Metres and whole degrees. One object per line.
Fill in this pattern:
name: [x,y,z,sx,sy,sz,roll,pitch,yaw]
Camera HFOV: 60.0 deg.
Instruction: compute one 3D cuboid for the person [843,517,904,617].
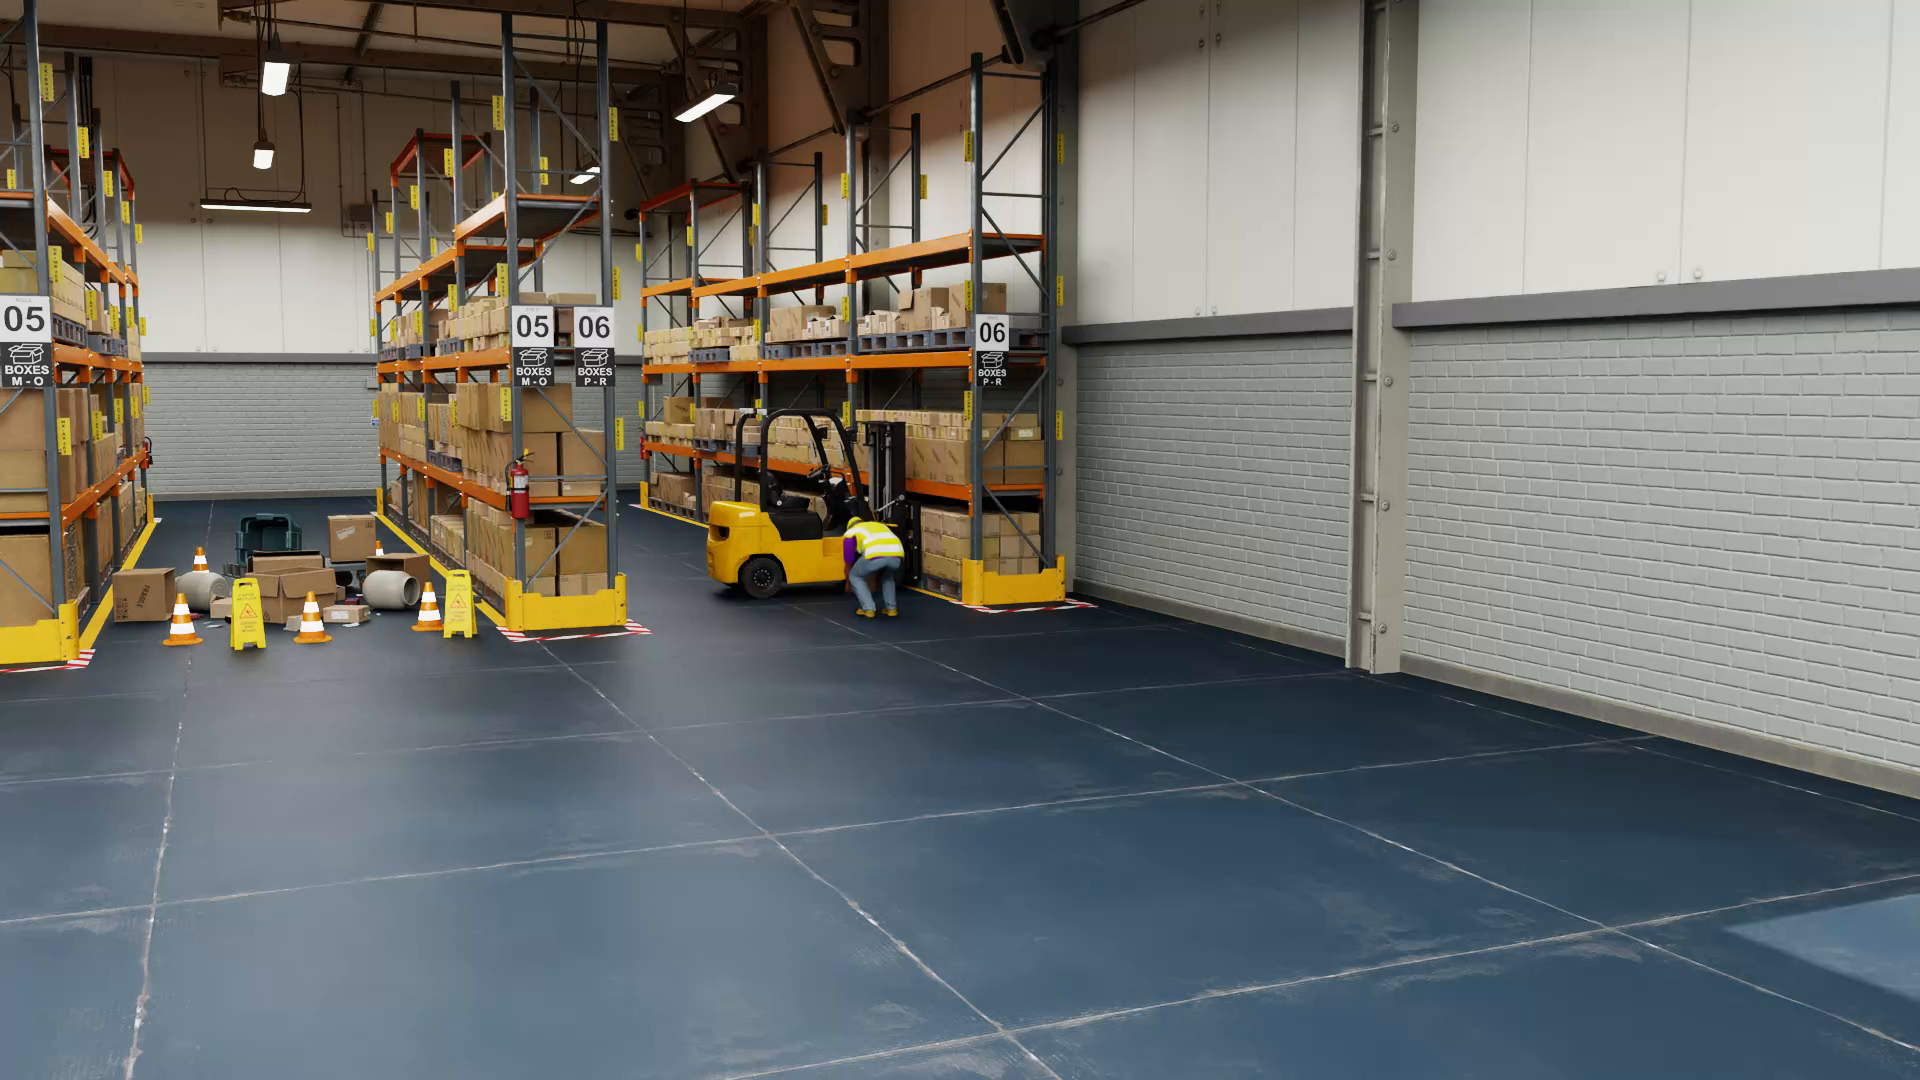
person: [-0.960,0.284,17.685,0.504,1.009,0.952,-3,6,-26]
